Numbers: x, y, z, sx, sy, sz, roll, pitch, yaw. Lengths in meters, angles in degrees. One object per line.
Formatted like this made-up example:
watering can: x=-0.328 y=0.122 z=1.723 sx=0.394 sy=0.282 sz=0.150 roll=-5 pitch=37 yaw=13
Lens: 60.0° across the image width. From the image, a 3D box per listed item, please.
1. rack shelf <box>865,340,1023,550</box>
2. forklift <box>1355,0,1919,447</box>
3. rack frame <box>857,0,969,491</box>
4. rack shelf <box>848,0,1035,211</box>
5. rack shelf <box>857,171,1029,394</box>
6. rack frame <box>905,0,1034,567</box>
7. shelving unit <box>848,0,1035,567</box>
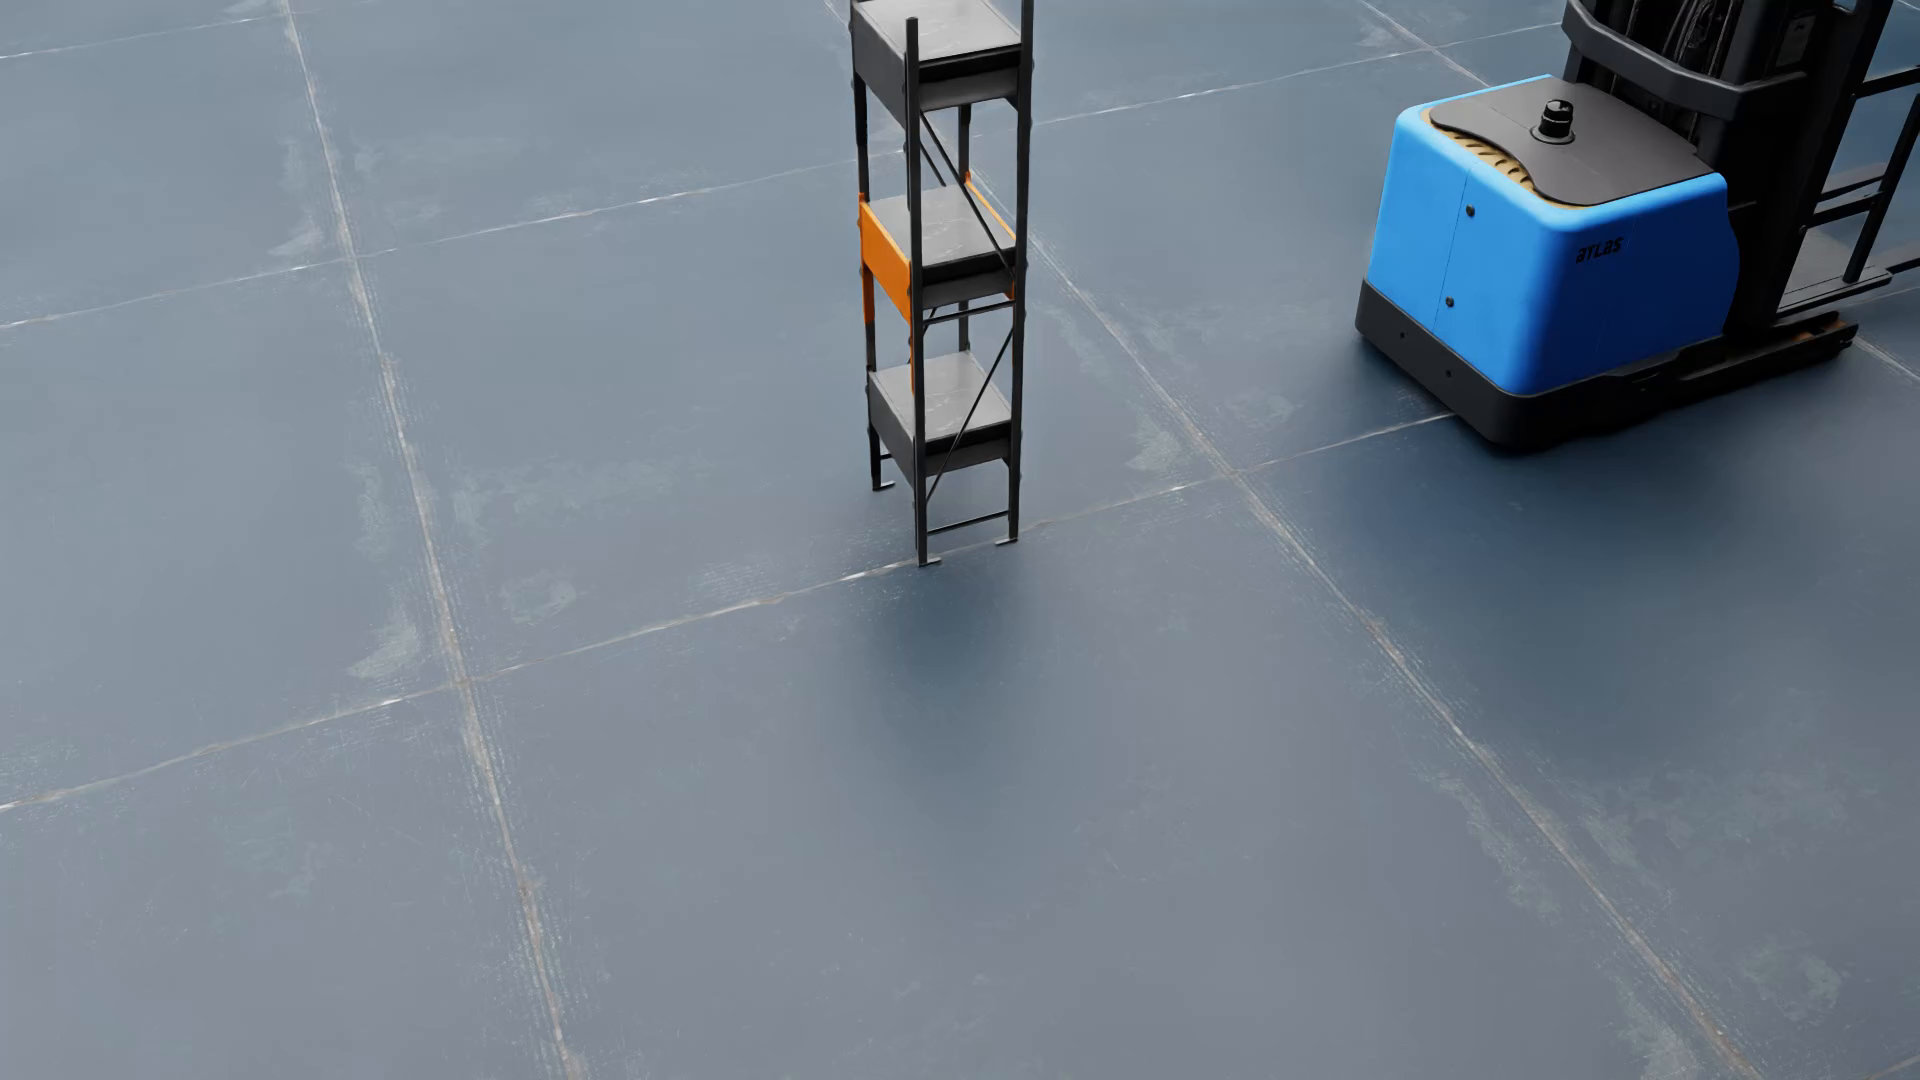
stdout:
rack shelf: x=-0.063 y=-0.355 z=6.147 sx=0.431 sy=0.518 sz=0.480 roll=-15 pitch=43 yaw=-17
forklift: x=3.272 y=-2.138 z=6.488 sx=3.031 sy=2.935 sz=1.130 roll=-17 pitch=44 yaw=-19
rack frame: x=-0.157 y=-1.043 z=5.852 sx=0.400 sy=2.100 sz=0.015 roll=-15 pitch=43 yaw=-17
rack shelf: x=-0.063 y=-1.416 z=5.234 sx=0.431 sy=0.518 sz=0.480 roll=-15 pitch=43 yaw=-17
rack shelf: x=-0.063 y=-0.886 z=5.690 sx=0.431 sy=0.518 sz=0.480 roll=-15 pitch=43 yaw=-17
rack frame: x=0.030 y=-0.749 z=5.510 sx=0.400 sy=2.100 sz=0.015 roll=-15 pitch=43 yaw=-17
shelving unit: x=-0.063 y=-0.896 z=5.681 sx=0.431 sy=2.100 sz=0.503 roll=-15 pitch=43 yaw=-17
